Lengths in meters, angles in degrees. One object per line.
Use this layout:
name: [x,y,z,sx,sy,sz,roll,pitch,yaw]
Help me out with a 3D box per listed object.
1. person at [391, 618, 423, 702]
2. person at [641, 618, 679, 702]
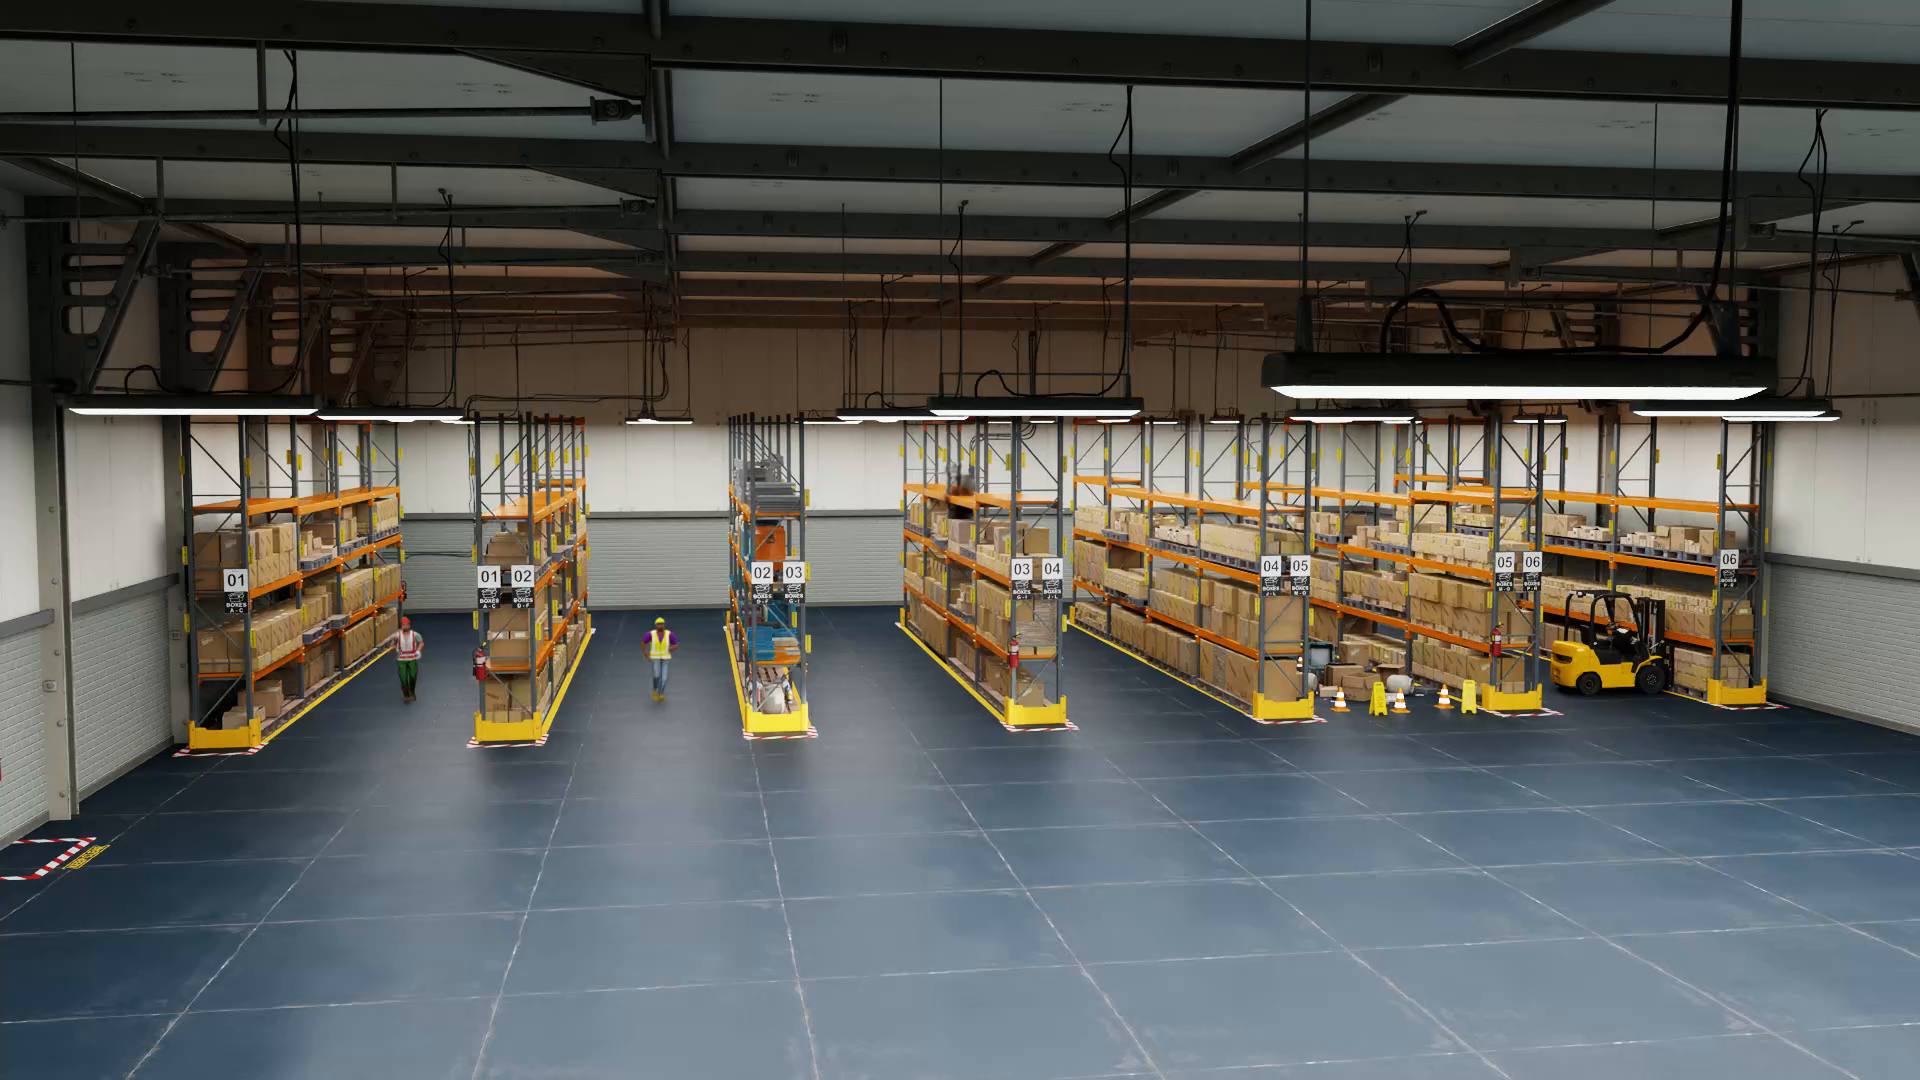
person: [-11.420,2.497,34.369,0.639,1.759,0.612,-1,4,-17]
person: [-6.217,2.494,34.590,0.763,1.758,0.592,-1,4,-16]
